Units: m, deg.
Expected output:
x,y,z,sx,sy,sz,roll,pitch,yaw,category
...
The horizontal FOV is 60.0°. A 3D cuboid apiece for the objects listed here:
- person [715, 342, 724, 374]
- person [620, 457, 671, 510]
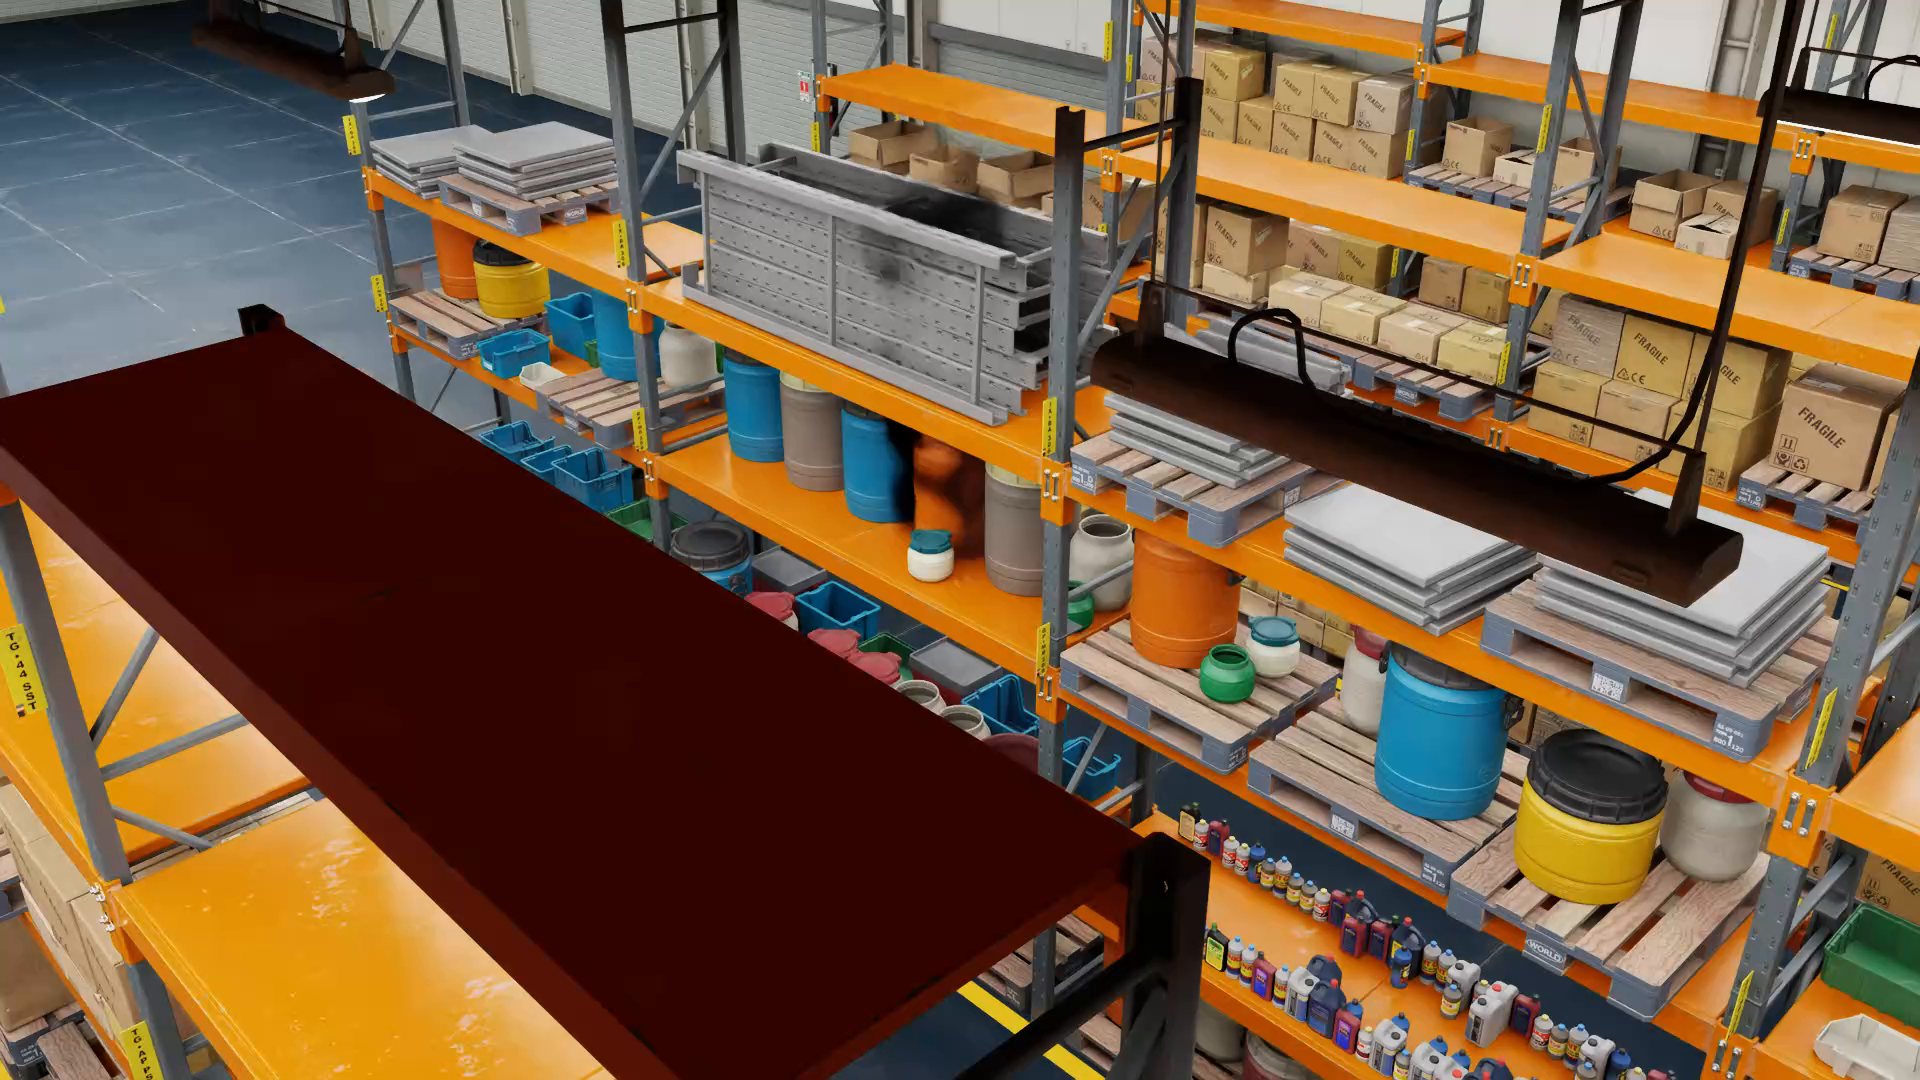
x,y,z,sx,sy,sz,roll,pitch,yaw,category
-2.852,-2.523,19.740,0.596,1.740,0.672,-6,29,-11,person
-3.075,-0.643,16.176,0.934,1.711,0.662,20,34,32,person
